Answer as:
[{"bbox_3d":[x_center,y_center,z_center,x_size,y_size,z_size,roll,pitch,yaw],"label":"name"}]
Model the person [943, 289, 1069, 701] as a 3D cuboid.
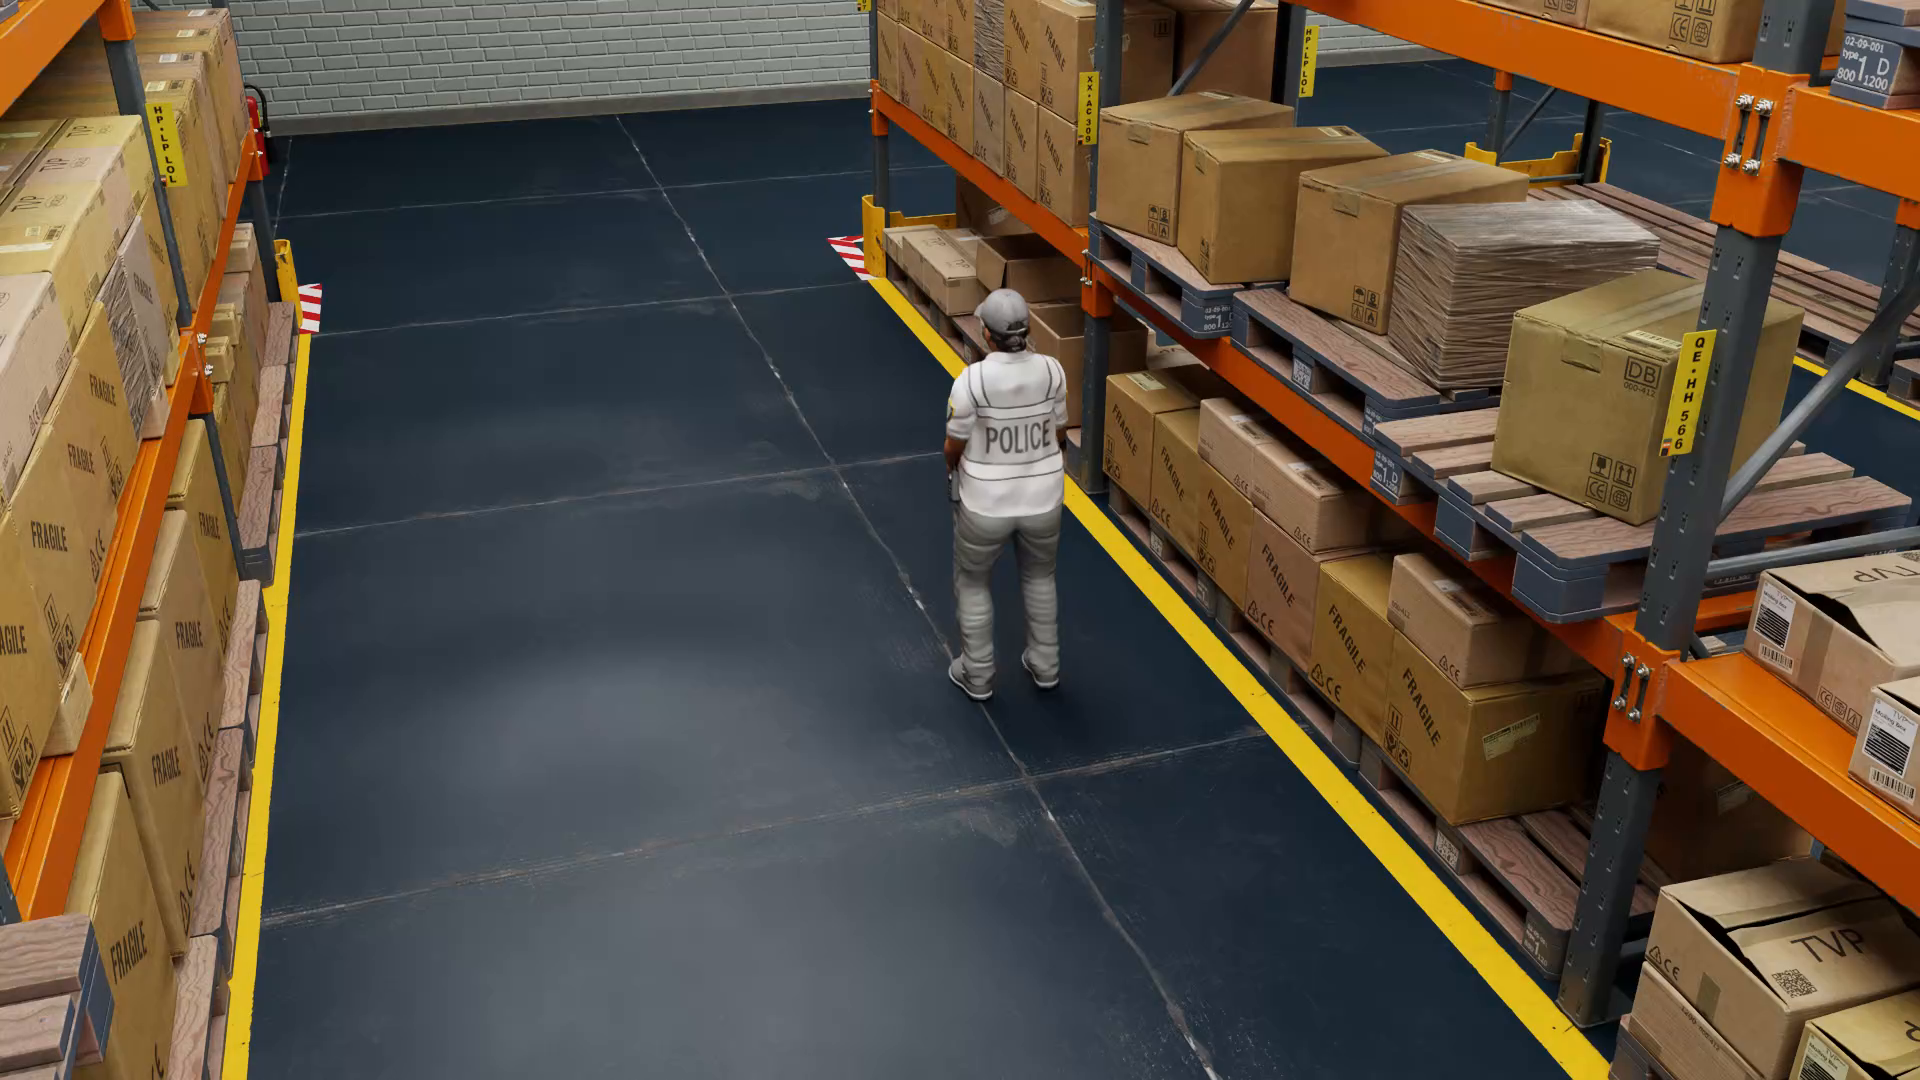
[{"bbox_3d":[0.166,-0.176,6.455,0.493,1.671,0.491,-8,28,-16],"label":"person"}]
